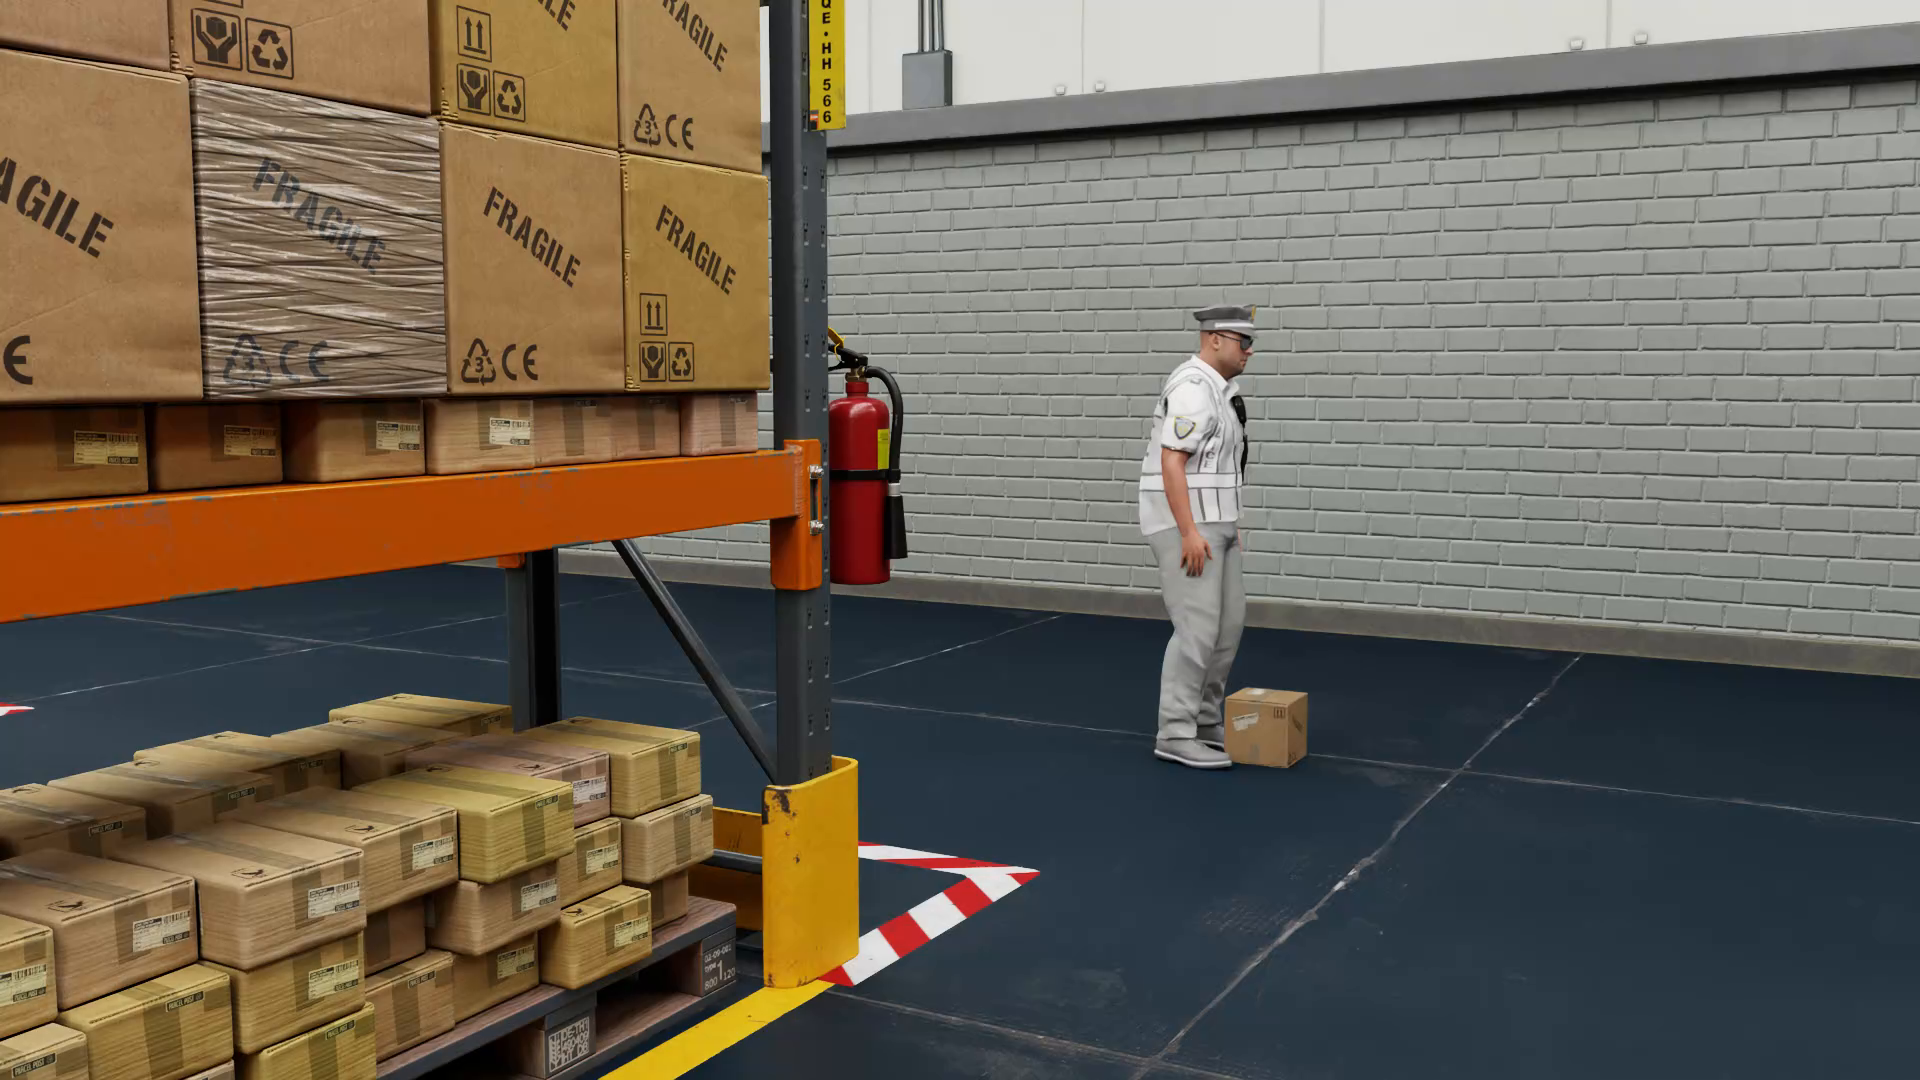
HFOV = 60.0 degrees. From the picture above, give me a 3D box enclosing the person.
[{"bbox_3d":[0.932,-0.037,6.459,0.439,1.747,0.582,3,7,26],"label":"person"}]
